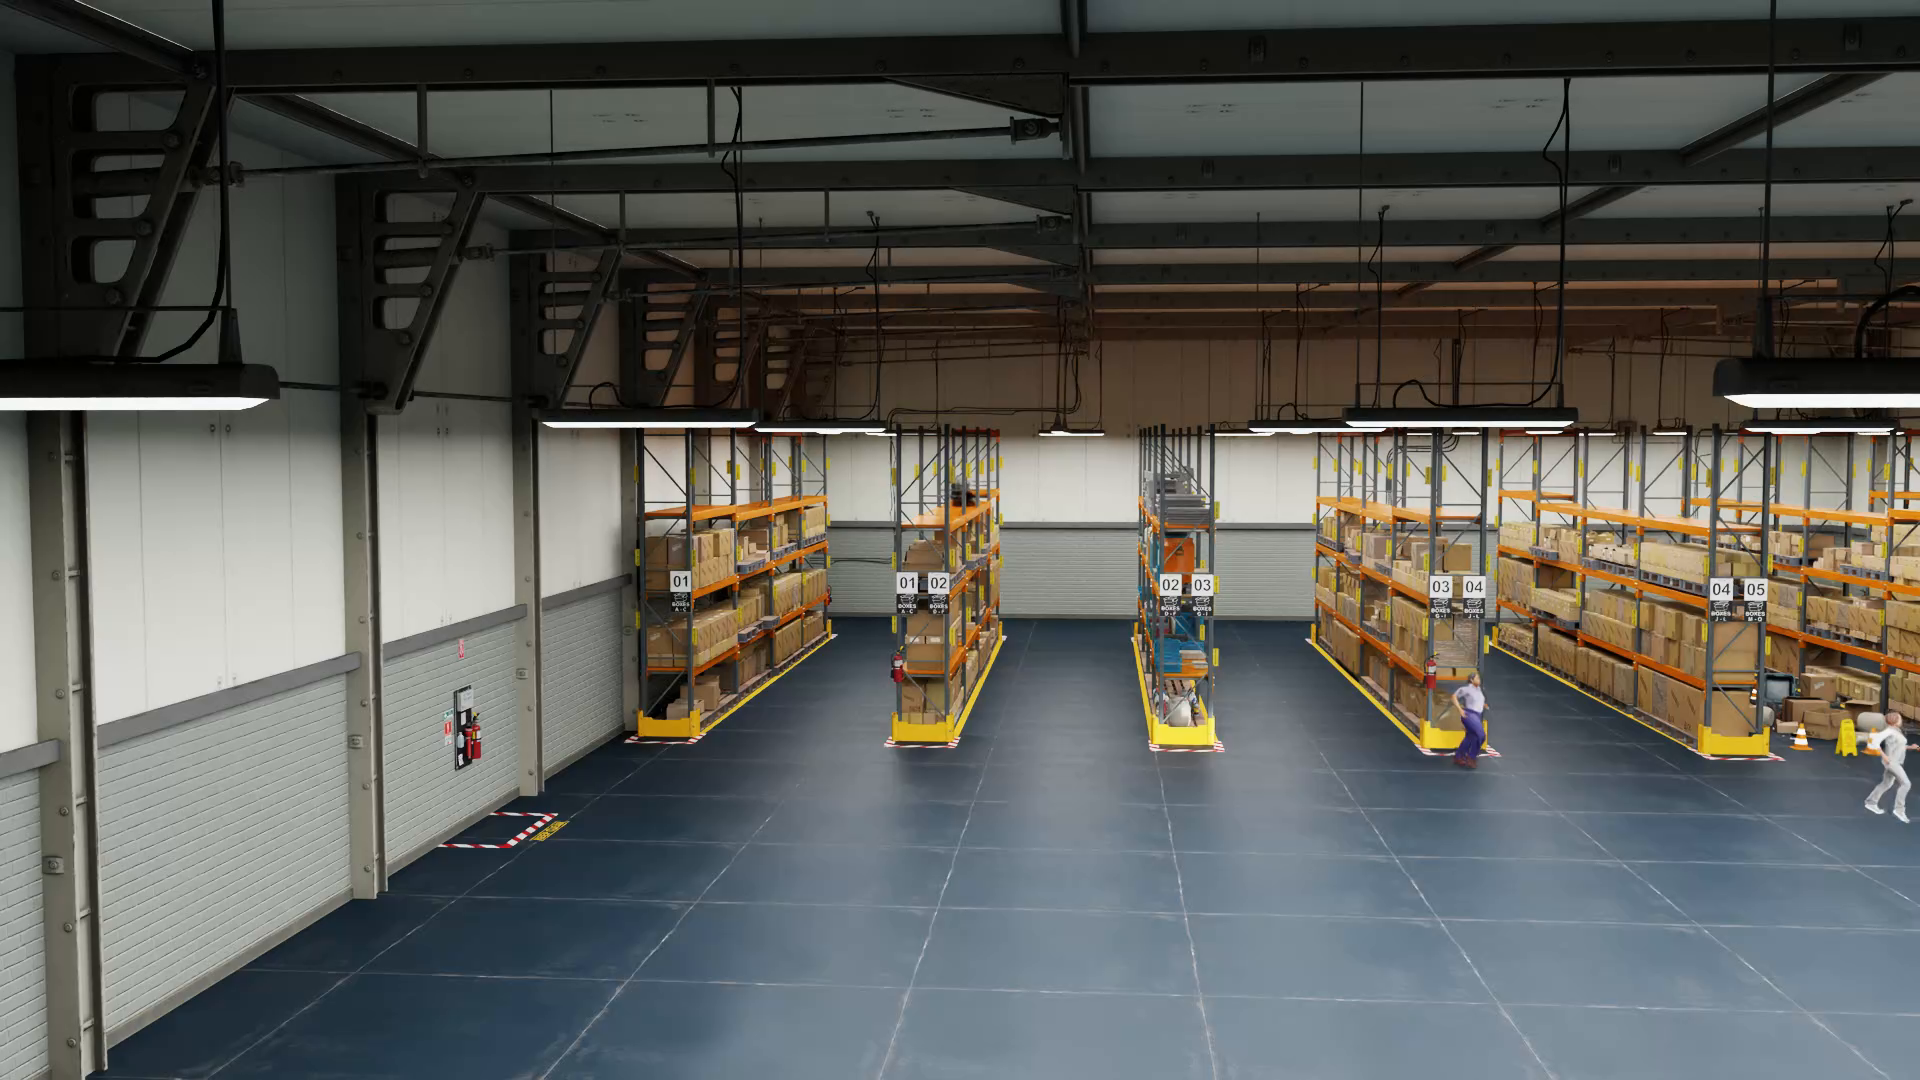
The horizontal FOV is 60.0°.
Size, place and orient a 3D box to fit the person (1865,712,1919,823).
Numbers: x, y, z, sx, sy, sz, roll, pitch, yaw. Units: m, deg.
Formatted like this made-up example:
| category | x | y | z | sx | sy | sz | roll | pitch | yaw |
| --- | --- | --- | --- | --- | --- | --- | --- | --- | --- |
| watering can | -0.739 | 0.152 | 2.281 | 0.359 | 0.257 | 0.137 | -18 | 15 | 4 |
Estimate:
| category | x | y | z | sx | sy | sz | roll | pitch | yaw |
| --- | --- | --- | --- | --- | --- | --- | --- | --- | --- |
| person | 14.006 | 3.399 | 24.986 | 0.717 | 1.646 | 0.505 | 3 | 4 | 37 |

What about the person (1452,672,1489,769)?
| category | x | y | z | sx | sy | sz | roll | pitch | yaw |
| --- | --- | --- | --- | --- | --- | --- | --- | --- | --- |
| person | 8.962 | 3.155 | 29.082 | 0.604 | 1.672 | 0.618 | 3 | 4 | 36 |

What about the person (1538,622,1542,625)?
| category | x | y | z | sx | sy | sz | roll | pitch | yaw |
| --- | --- | --- | --- | --- | --- | --- | --- | --- | --- |
| person | 16.404 | 2.084 | 47.343 | 0.726 | 1.553 | 0.553 | -3 | 5 | -40 |
